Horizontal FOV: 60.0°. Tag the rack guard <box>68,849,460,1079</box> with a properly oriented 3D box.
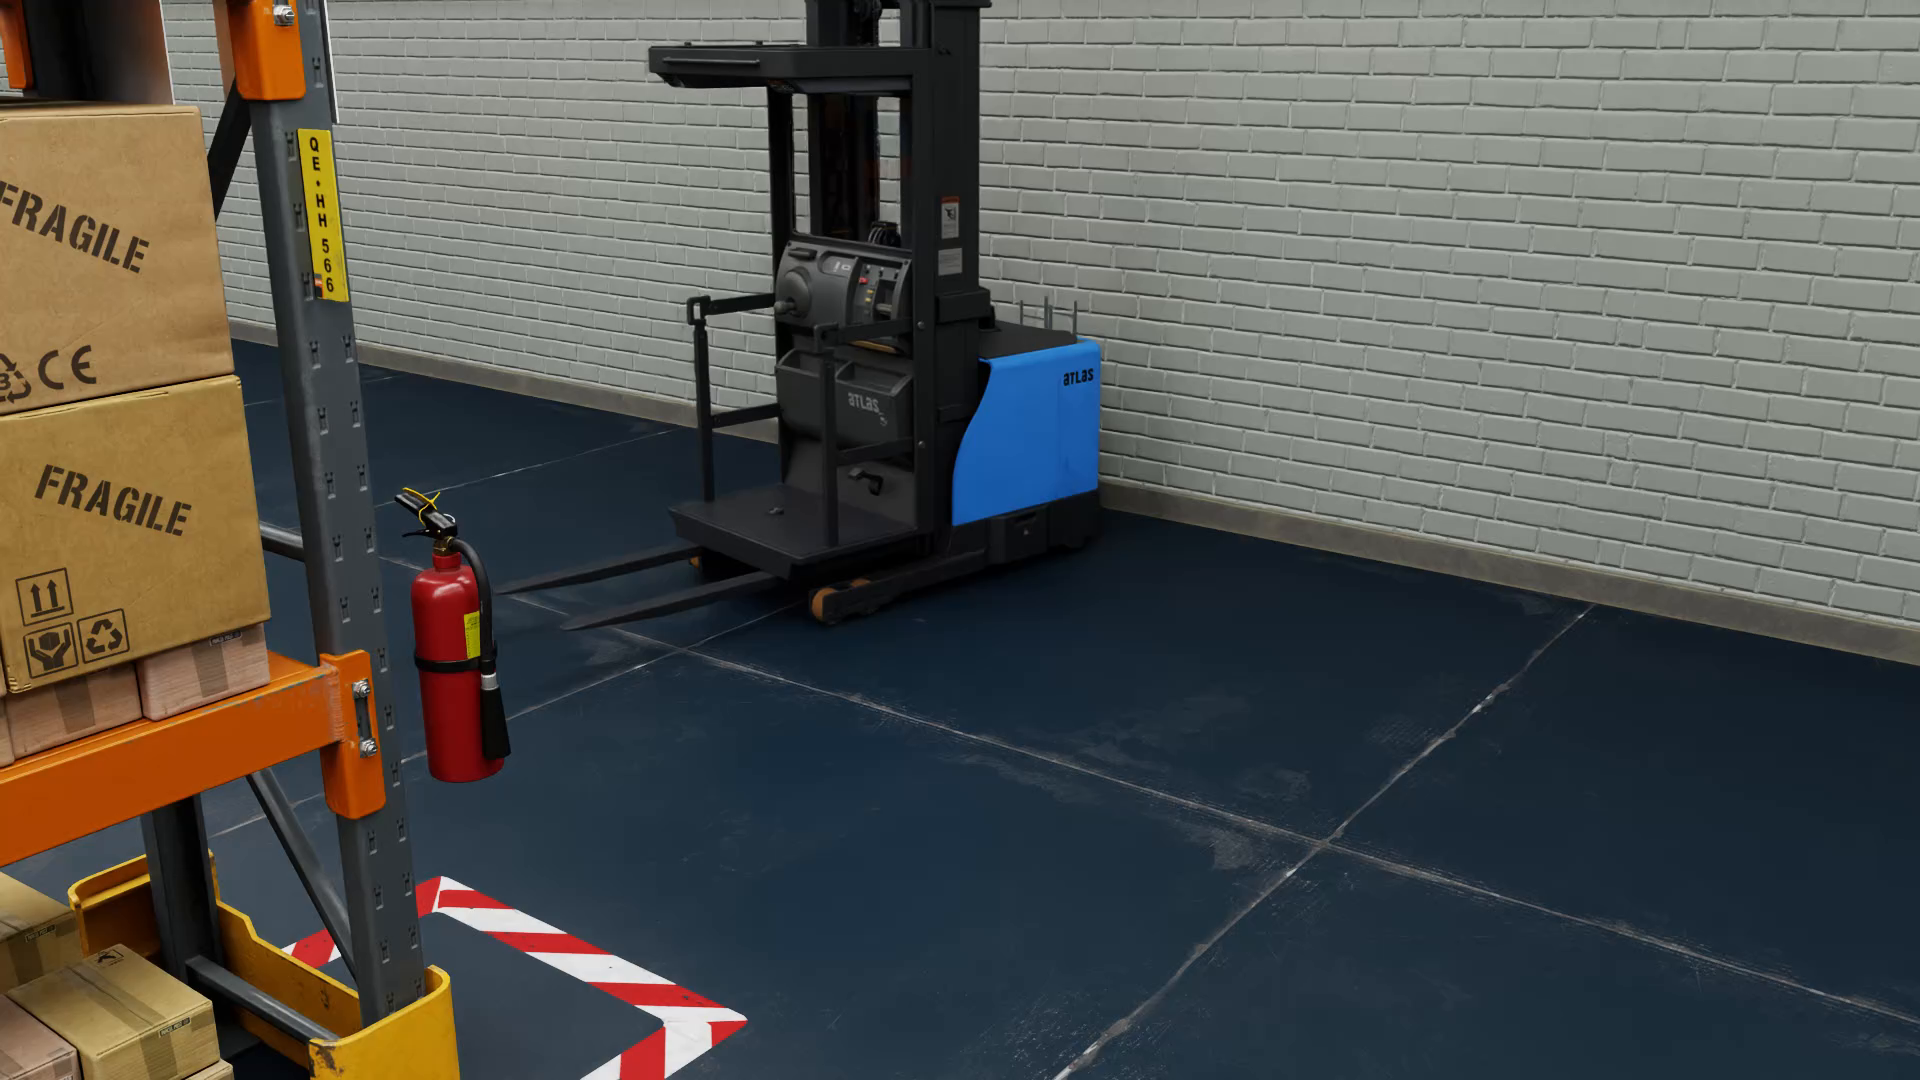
[{"bbox_3d":[-1.712,1.185,4.083,1.175,0.500,0.348,12,21,35],"label":"rack guard"}]

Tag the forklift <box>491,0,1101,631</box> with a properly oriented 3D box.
[{"bbox_3d":[-0.708,-1.191,7.637,3.031,2.935,1.130,-15,23,-40],"label":"forklift"}]

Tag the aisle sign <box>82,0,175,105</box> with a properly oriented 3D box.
[{"bbox_3d":[-1.865,-1.338,3.612,0.394,0.787,0.004,12,21,35],"label":"aisle sign"}]

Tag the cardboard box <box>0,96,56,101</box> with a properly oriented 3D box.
[{"bbox_3d":[-2.148,-0.634,3.371,0.500,0.500,0.500,12,21,34],"label":"cardboard box"}]

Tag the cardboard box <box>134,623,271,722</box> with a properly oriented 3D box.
[{"bbox_3d":[-1.634,0.221,3.397,0.380,0.149,0.250,12,21,35],"label":"cardboard box"}]

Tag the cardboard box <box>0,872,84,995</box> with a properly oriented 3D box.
[{"bbox_3d":[-2.252,0.915,3.835,0.380,0.149,0.250,11,21,32],"label":"cardboard box"}]

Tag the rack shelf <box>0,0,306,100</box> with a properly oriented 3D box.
[{"bbox_3d":[-2.859,-0.639,1.899,1.077,0.370,4.000,12,21,35],"label":"rack shelf"}]

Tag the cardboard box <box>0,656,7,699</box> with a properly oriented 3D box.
[{"bbox_3d":[-2.039,0.058,2.829,0.500,0.500,0.500,12,21,34],"label":"cardboard box"}]

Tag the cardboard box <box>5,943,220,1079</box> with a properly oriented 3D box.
[{"bbox_3d":[-1.779,1.021,3.493,0.380,0.149,0.250,13,21,35],"label":"cardboard box"}]

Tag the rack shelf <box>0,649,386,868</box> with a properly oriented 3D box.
[{"bbox_3d":[-2.859,0.793,2.344,1.077,0.370,4.000,12,21,35],"label":"rack shelf"}]

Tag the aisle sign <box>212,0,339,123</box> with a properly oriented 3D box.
[{"bbox_3d":[-1.383,-1.232,3.271,0.394,0.787,0.004,12,21,35],"label":"aisle sign"}]

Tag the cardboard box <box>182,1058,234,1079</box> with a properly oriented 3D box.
[{"bbox_3d":[-1.752,1.169,3.520,0.380,0.149,0.250,12,21,33],"label":"cardboard box"}]

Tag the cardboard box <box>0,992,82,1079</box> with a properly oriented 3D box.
[{"bbox_3d":[-1.975,1.071,3.333,0.380,0.149,0.250,13,21,36],"label":"cardboard box"}]

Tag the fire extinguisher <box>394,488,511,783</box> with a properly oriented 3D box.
[{"bbox_3d":[-1.146,0.210,3.768,0.296,0.674,0.183,12,21,35],"label":"fire extinguisher"}]

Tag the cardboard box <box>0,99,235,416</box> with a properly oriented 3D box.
[{"bbox_3d":[-1.740,-0.541,3.071,0.500,0.500,0.500,12,21,34],"label":"cardboard box"}]

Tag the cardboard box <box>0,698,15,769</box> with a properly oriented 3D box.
[{"bbox_3d":[-1.950,0.336,3.027,0.380,0.149,0.250,12,21,34],"label":"cardboard box"}]

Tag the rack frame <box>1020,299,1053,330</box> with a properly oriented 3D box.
[{"bbox_3d":[0.398,-0.674,8.890,0.006,1.200,0.240,-15,23,-40],"label":"rack frame"}]

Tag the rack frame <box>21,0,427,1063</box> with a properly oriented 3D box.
[{"bbox_3d":[-1.667,-0.026,3.771,1.000,3.000,0.127,12,21,35],"label":"rack frame"}]

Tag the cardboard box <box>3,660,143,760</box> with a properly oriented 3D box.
[{"bbox_3d":[-1.813,0.274,3.228,0.380,0.149,0.250,12,21,35],"label":"cardboard box"}]

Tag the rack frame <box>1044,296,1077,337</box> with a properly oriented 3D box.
[{"bbox_3d":[0.535,-0.710,9.007,0.006,1.200,0.240,-15,23,-40],"label":"rack frame"}]

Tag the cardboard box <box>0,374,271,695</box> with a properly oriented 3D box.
[{"bbox_3d":[-1.728,-0.064,3.221,0.500,0.500,0.500,13,21,36],"label":"cardboard box"}]

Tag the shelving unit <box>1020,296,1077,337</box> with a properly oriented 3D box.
[{"bbox_3d":[0.467,-0.692,8.949,0.189,1.200,0.258,-15,23,-40],"label":"shelving unit"}]

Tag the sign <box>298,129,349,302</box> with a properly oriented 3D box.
[{"bbox_3d":[-1.233,-0.627,3.221,0.100,0.325,0.005,12,21,35],"label":"sign"}]
